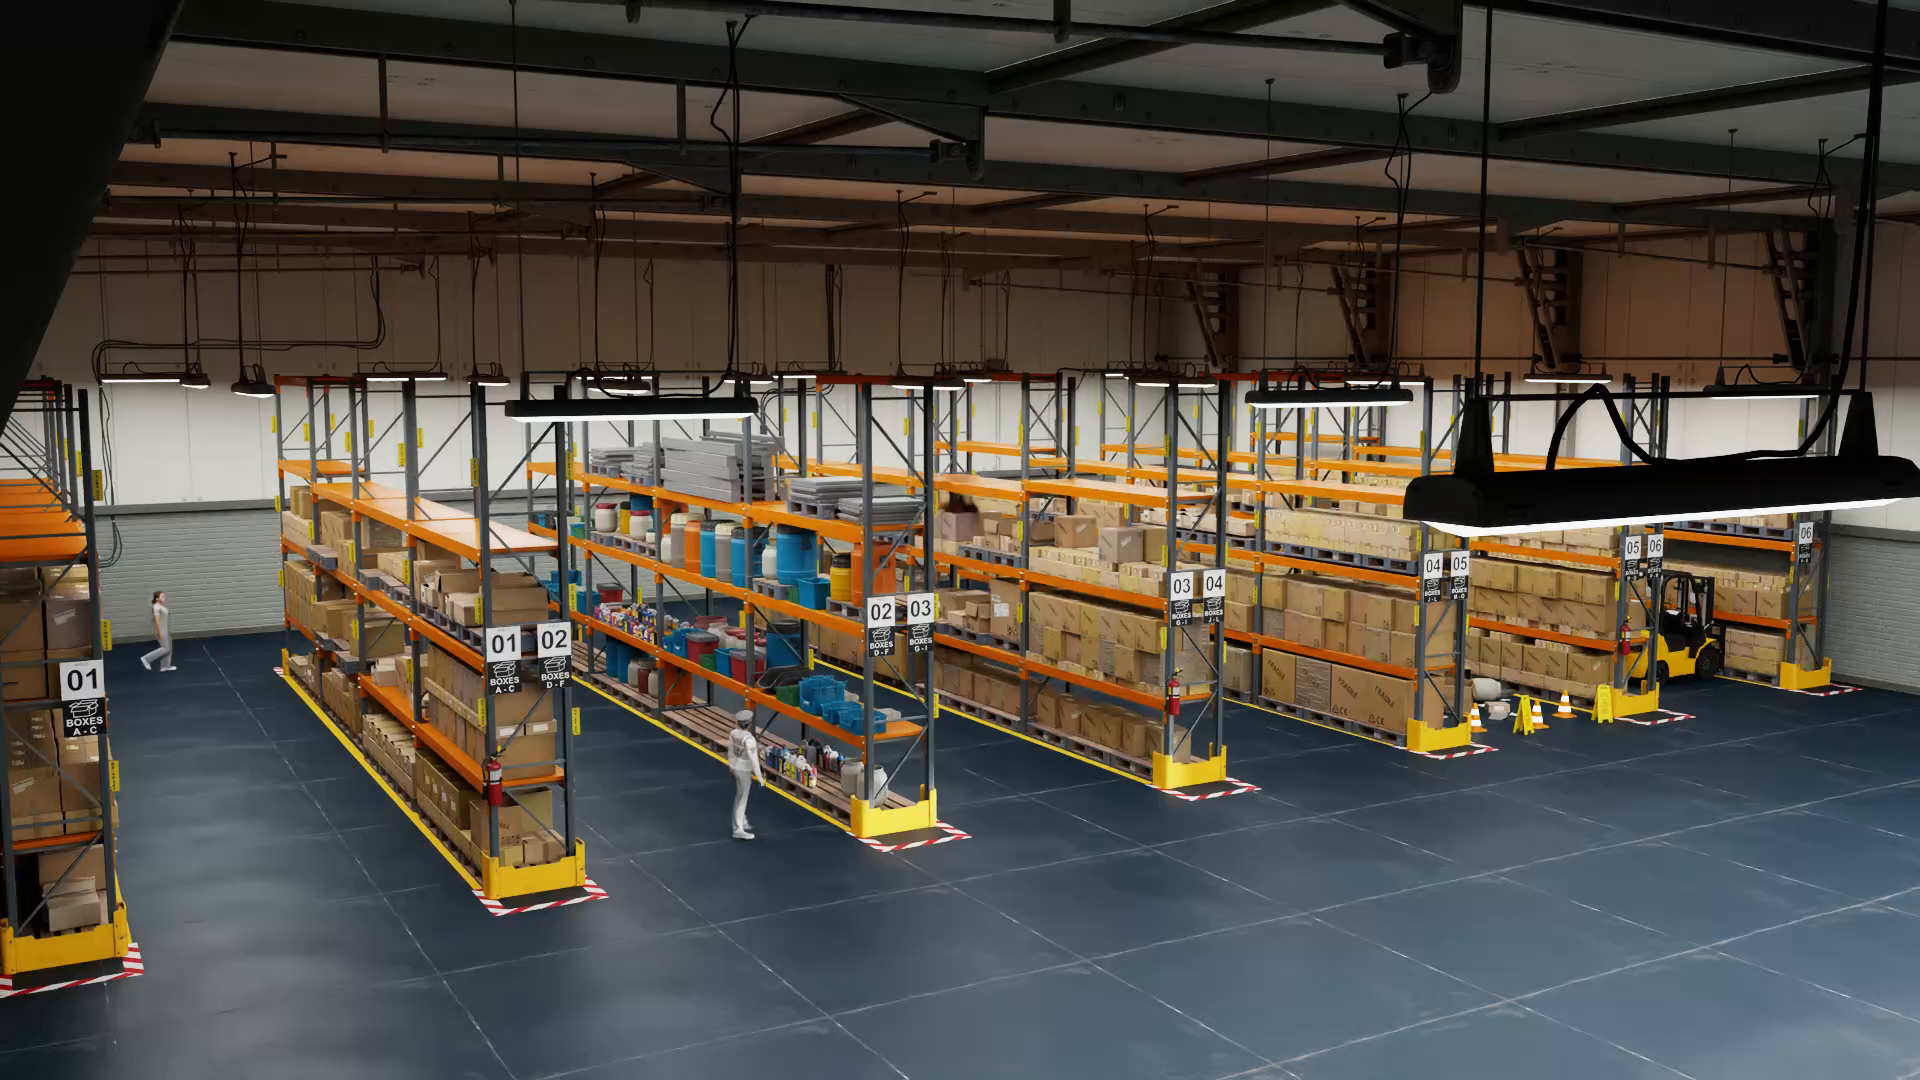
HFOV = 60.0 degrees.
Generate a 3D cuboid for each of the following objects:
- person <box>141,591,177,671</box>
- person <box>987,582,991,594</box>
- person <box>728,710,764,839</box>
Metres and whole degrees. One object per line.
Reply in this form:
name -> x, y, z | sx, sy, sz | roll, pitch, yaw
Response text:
person -> -16.157, 1.839, 33.459 | 0.660, 1.642, 0.465 | -4, 7, -30
person -> 0.720, 1.660, 35.052 | 0.574, 1.607, 1.006 | -4, 7, -30
person -> -2.875, 3.102, 22.082 | 0.461, 1.727, 0.605 | -3, 7, -29
